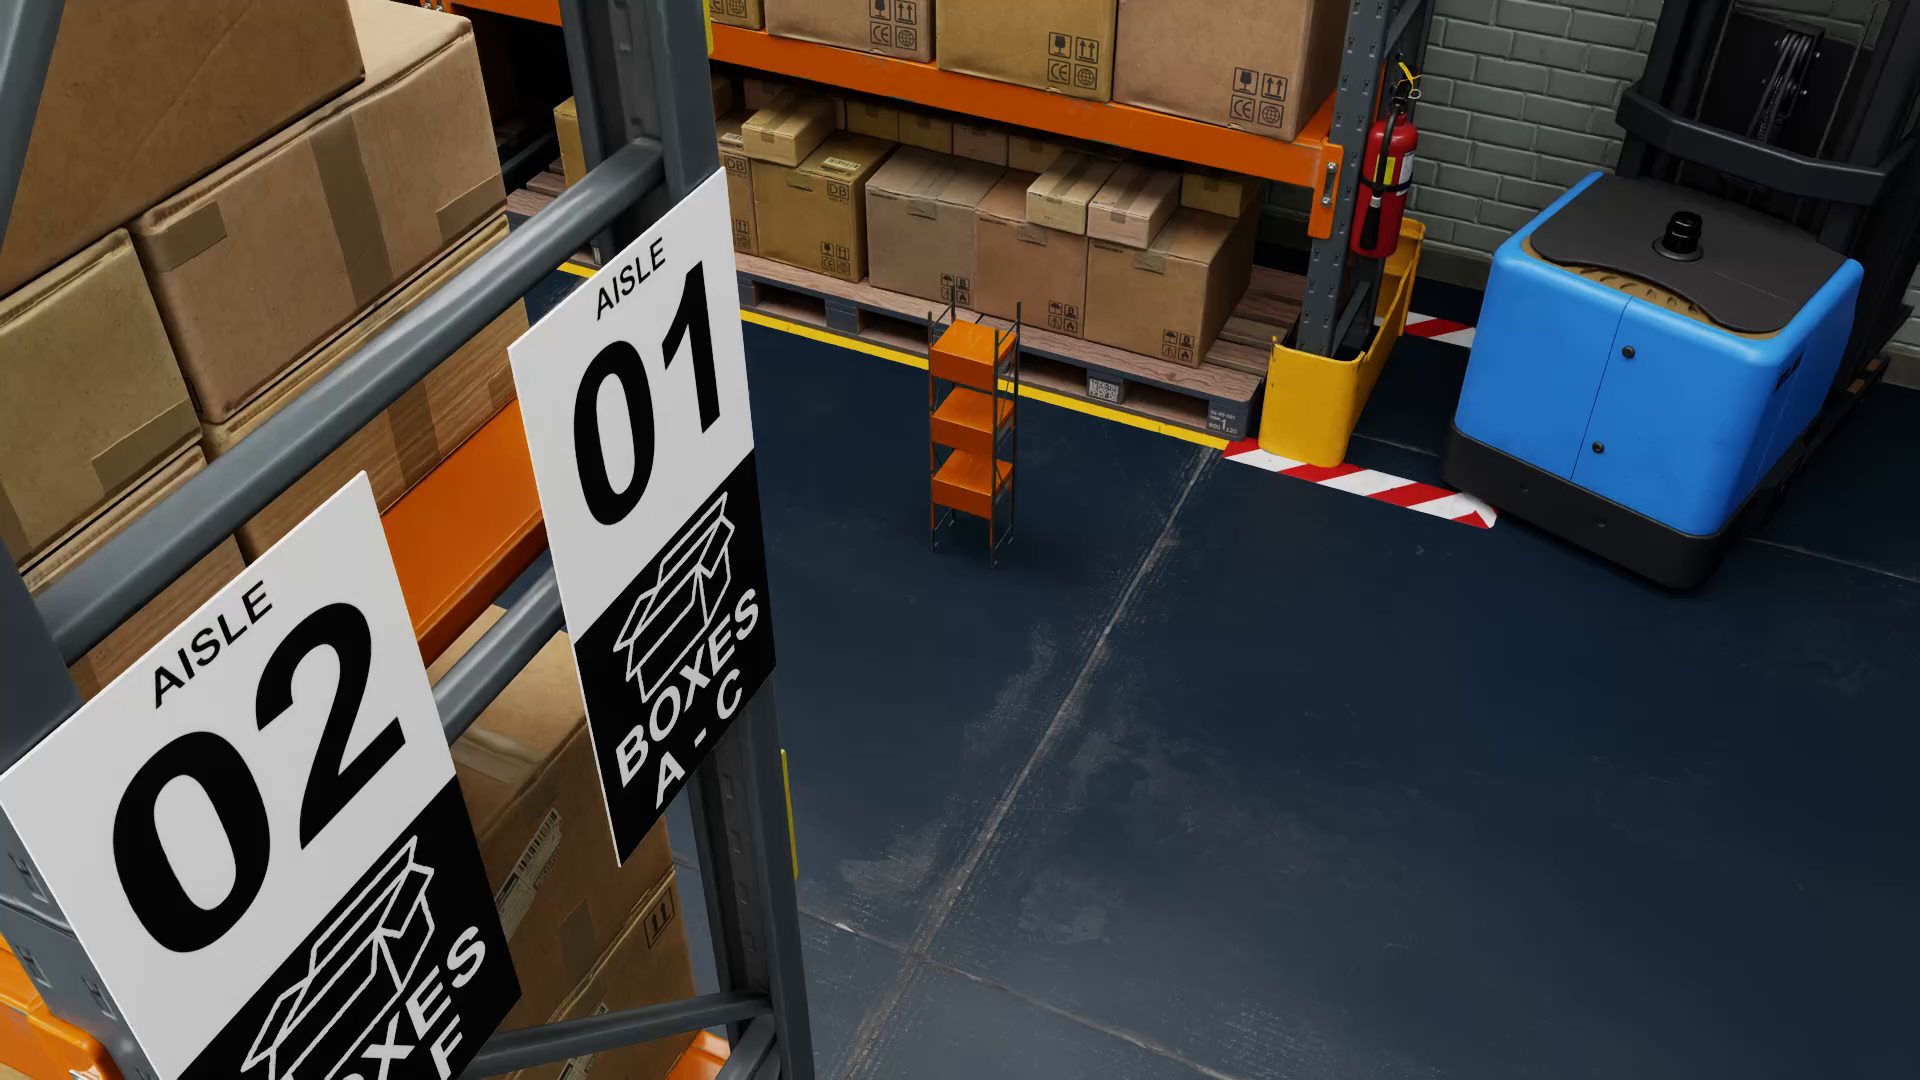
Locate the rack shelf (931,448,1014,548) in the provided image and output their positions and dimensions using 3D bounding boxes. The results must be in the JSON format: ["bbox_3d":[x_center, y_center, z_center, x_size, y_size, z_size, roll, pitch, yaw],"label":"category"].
[{"bbox_3d":[0.048,-0.164,6.078,0.240,0.259,0.215,17,44,19],"label":"rack shelf"}]

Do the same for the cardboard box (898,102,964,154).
[{"bbox_3d":[-0.070,-1.833,7.167,0.250,0.149,0.380,17,44,19],"label":"cardboard box"}]

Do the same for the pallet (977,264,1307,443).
[{"bbox_3d":[0.801,-0.926,7.158,1.213,0.211,1.003,17,44,19],"label":"pallet"}]

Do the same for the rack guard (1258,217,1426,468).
[{"bbox_3d":[1.580,-0.854,6.853,0.348,0.500,1.175,17,44,19],"label":"rack guard"}]

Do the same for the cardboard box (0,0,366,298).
[{"bbox_3d":[-1.005,-0.545,1.459,0.500,0.500,0.700,17,44,19],"label":"cardboard box"}]

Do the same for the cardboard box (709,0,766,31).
[{"bbox_3d":[-0.922,-2.661,6.801,0.700,0.700,0.980,16,43,18],"label":"cardboard box"}]

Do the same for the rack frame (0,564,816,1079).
[{"bbox_3d":[-0.532,1.136,2.649,0.127,3.000,1.000,17,44,19],"label":"rack frame"}]

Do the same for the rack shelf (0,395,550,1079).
[{"bbox_3d":[-2.345,-0.279,2.541,4.000,0.370,1.077,17,44,19],"label":"rack shelf"}]

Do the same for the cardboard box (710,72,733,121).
[{"bbox_3d":[-1.199,-1.901,7.246,0.250,0.149,0.380,18,44,20],"label":"cardboard box"}]

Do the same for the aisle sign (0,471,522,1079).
[{"bbox_3d":[-0.600,0.355,1.566,0.004,0.787,0.394,17,44,19],"label":"aisle sign"}]

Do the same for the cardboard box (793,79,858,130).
[{"bbox_3d":[-0.533,-1.974,7.330,0.250,0.149,0.380,17,44,19],"label":"cardboard box"}]

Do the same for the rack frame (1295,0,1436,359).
[{"bbox_3d":[1.559,-1.805,6.042,0.127,3.000,1.000,17,44,19],"label":"rack frame"}]

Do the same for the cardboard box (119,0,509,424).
[{"bbox_3d":[-0.888,-0.426,1.894,0.500,0.250,0.500,17,44,19],"label":"cardboard box"}]

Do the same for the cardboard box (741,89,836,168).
[{"bbox_3d":[-0.726,-1.757,7.079,0.250,0.149,0.380,16,43,17],"label":"cardboard box"}]

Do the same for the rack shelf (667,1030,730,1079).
[{"bbox_3d":[-2.345,0.854,3.524,4.000,0.370,1.077,17,44,19],"label":"rack shelf"}]

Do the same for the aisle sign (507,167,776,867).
[{"bbox_3d":[-0.347,-0.002,1.977,0.004,0.787,0.394,17,44,19],"label":"aisle sign"}]

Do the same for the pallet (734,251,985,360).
[{"bbox_3d":[-0.301,-1.265,7.548,1.213,0.211,1.003,17,44,19],"label":"pallet"}]

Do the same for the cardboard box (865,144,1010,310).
[{"bbox_3d":[-0.028,-1.431,7.199,0.500,0.500,0.700,16,43,17],"label":"cardboard box"}]

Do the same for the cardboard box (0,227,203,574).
[{"bbox_3d":[-1.106,-0.120,1.541,0.500,0.250,0.500,17,44,19],"label":"cardboard box"}]

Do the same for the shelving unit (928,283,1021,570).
[{"bbox_3d":[0.048,-0.382,5.889,0.252,1.050,0.215,17,44,19],"label":"shelving unit"}]

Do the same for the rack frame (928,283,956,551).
[{"bbox_3d":[-0.062,-0.416,5.928,0.008,1.050,0.200,17,44,19],"label":"rack frame"}]

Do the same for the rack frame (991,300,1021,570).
[{"bbox_3d":[0.159,-0.348,5.850,0.008,1.050,0.200,17,44,19],"label":"rack frame"}]

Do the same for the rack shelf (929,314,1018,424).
[{"bbox_3d":[0.048,-0.588,5.710,0.240,0.259,0.215,17,44,19],"label":"rack shelf"}]

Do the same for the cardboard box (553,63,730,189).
[{"bbox_3d":[-1.432,-1.859,7.692,0.500,0.500,0.700,18,44,19],"label":"cardboard box"}]

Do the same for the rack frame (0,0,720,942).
[{"bbox_3d":[-0.532,-1.131,0.684,0.127,3.000,1.000,17,44,19],"label":"rack frame"}]

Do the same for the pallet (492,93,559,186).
[{"bbox_3d":[-2.797,-2.028,8.429,1.213,0.211,1.003,17,44,19],"label":"pallet"}]

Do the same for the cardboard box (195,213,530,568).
[{"bbox_3d":[-0.891,-0.234,2.054,0.500,0.250,0.500,17,44,19],"label":"cardboard box"}]

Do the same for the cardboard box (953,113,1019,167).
[{"bbox_3d":[0.163,-1.762,7.086,0.250,0.149,0.380,18,44,19],"label":"cardboard box"}]

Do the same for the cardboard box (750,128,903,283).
[{"bbox_3d":[-0.514,-1.574,7.364,0.500,0.500,0.700,18,44,20],"label":"cardboard box"}]

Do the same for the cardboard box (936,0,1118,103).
[{"bbox_3d":[0.428,-2.249,6.325,0.700,0.700,0.980,17,44,18],"label":"cardboard box"}]

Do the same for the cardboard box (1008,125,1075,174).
[{"bbox_3d":[0.394,-1.692,7.005,0.250,0.149,0.380,17,44,19],"label":"cardboard box"}]

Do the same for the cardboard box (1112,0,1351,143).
[{"bbox_3d":[1.092,-2.054,6.100,0.700,0.700,0.980,19,44,21],"label":"cardboard box"}]

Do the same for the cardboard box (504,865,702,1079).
[{"bbox_3d":[-0.823,0.819,2.939,0.500,0.500,0.500,18,44,20],"label":"cardboard box"}]

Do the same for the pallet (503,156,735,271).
[{"bbox_3d":[-1.410,-1.602,7.937,1.213,0.211,1.003,17,44,19],"label":"pallet"}]

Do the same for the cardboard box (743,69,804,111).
[{"bbox_3d":[-0.762,-2.045,7.412,0.250,0.149,0.380,16,43,17],"label":"cardboard box"}]

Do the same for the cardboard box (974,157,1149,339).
[{"bbox_3d":[0.428,-1.292,7.039,0.500,0.500,0.700,17,44,19],"label":"cardboard box"}]

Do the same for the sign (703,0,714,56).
[{"bbox_3d":[-0.303,-0.650,1.752,0.005,0.325,0.100,17,44,19],"label":"sign"}]

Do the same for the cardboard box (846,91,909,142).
[{"bbox_3d":[-0.299,-1.903,7.248,0.250,0.149,0.380,16,43,18],"label":"cardboard box"}]

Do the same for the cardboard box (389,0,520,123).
[{"bbox_3d":[-2.710,-2.362,8.006,0.750,0.750,0.750,17,44,19],"label":"cardboard box"}]

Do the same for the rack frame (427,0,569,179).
[{"bbox_3d":[-2.066,-2.913,7.320,0.127,3.000,1.000,17,44,19],"label":"rack frame"}]

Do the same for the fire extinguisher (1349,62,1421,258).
[{"bbox_3d":[1.500,-1.319,5.826,0.183,0.674,0.296,17,44,19],"label":"fire extinguisher"}]

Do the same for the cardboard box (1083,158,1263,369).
[{"bbox_3d":[0.882,-1.154,6.879,0.500,0.500,0.700,17,44,19],"label":"cardboard box"}]

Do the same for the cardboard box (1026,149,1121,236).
[{"bbox_3d":[0.457,-1.397,6.664,0.250,0.149,0.380,18,44,20],"label":"cardboard box"}]

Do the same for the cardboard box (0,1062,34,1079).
[{"bbox_3d":[-1.052,0.761,2.243,0.500,0.500,0.500,17,44,18],"label":"cardboard box"}]

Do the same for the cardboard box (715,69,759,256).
[{"bbox_3d":[-0.978,-1.718,7.530,0.500,0.500,0.700,17,44,18],"label":"cardboard box"}]

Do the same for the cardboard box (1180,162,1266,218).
[{"bbox_3d":[1.080,-1.483,6.763,0.250,0.149,0.380,17,44,19],"label":"cardboard box"}]

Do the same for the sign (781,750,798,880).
[{"bbox_3d":[-0.303,0.487,2.737,0.005,0.325,0.100,17,44,19],"label":"sign"}]

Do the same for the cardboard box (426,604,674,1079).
[{"bbox_3d":[-0.823,0.441,2.611,0.500,0.500,0.500,18,44,20],"label":"cardboard box"}]

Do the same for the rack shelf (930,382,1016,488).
[{"bbox_3d":[0.048,-0.374,5.896,0.240,0.259,0.215,17,44,19],"label":"rack shelf"}]

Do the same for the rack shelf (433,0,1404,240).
[{"bbox_3d":[-0.254,-2.087,6.917,4.000,0.370,1.077,17,44,19],"label":"rack shelf"}]

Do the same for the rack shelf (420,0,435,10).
[{"bbox_3d":[-3.879,-3.195,8.195,4.000,0.370,1.077,17,44,19],"label":"rack shelf"}]

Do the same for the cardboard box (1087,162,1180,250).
[{"bbox_3d":[0.688,-1.326,6.583,0.250,0.149,0.380,16,44,18],"label":"cardboard box"}]

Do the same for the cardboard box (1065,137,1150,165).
[{"bbox_3d":[0.620,-1.623,6.925,0.250,0.149,0.380,17,44,19],"label":"cardboard box"}]

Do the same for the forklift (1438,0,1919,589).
[{"bbox_3d":[3.210,-1.816,6.108,1.130,2.935,3.031,30,49,30],"label":"forklift"}]

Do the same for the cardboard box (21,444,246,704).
[{"bbox_3d":[-1.110,0.074,1.699,0.500,0.250,0.500,17,44,19],"label":"cardboard box"}]

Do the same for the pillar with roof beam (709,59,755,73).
[{"bbox_3d":[-2.886,-2.944,2.776,0.400,9.000,9.100,17,44,19],"label":"pillar with roof beam"}]

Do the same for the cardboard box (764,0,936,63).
[{"bbox_3d":[-0.259,-2.465,6.575,0.700,0.700,0.980,15,43,17],"label":"cardboard box"}]
